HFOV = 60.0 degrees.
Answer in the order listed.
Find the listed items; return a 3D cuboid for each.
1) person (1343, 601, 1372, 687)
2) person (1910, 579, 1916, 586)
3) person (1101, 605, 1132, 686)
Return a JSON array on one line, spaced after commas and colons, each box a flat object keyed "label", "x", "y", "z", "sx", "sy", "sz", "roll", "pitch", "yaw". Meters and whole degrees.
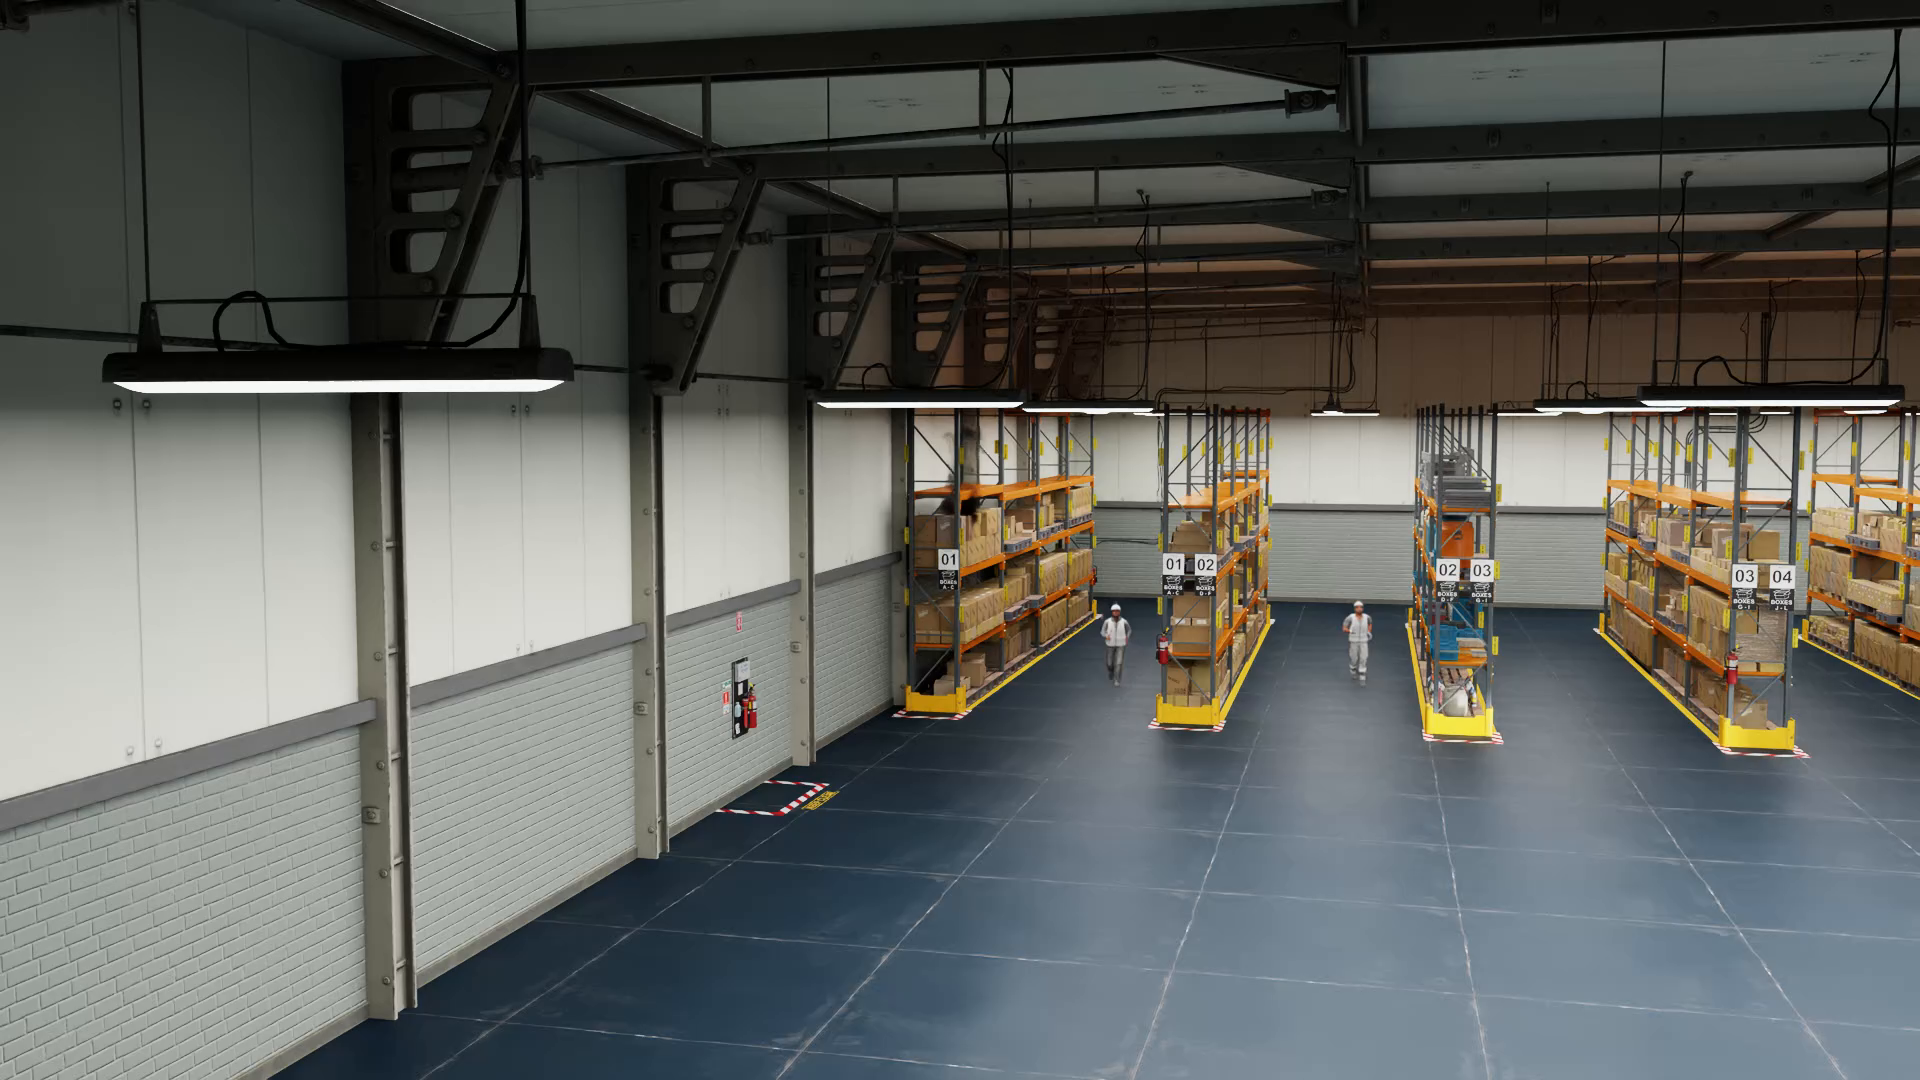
[{"label": "person", "x": 8.540, "y": 2.201, "z": 35.668, "sx": 0.657, "sy": 1.776, "sz": 0.968, "roll": 0, "pitch": 4, "yaw": 4}, {"label": "person", "x": 24.195, "y": 1.816, "z": 42.331, "sx": 0.592, "sy": 1.646, "sz": 0.633, "roll": -1, "pitch": 4, "yaw": -8}, {"label": "person", "x": 3.363, "y": 2.255, "z": 35.770, "sx": 0.669, "sy": 1.733, "sz": 0.760, "roll": 0, "pitch": 4, "yaw": 6}]
